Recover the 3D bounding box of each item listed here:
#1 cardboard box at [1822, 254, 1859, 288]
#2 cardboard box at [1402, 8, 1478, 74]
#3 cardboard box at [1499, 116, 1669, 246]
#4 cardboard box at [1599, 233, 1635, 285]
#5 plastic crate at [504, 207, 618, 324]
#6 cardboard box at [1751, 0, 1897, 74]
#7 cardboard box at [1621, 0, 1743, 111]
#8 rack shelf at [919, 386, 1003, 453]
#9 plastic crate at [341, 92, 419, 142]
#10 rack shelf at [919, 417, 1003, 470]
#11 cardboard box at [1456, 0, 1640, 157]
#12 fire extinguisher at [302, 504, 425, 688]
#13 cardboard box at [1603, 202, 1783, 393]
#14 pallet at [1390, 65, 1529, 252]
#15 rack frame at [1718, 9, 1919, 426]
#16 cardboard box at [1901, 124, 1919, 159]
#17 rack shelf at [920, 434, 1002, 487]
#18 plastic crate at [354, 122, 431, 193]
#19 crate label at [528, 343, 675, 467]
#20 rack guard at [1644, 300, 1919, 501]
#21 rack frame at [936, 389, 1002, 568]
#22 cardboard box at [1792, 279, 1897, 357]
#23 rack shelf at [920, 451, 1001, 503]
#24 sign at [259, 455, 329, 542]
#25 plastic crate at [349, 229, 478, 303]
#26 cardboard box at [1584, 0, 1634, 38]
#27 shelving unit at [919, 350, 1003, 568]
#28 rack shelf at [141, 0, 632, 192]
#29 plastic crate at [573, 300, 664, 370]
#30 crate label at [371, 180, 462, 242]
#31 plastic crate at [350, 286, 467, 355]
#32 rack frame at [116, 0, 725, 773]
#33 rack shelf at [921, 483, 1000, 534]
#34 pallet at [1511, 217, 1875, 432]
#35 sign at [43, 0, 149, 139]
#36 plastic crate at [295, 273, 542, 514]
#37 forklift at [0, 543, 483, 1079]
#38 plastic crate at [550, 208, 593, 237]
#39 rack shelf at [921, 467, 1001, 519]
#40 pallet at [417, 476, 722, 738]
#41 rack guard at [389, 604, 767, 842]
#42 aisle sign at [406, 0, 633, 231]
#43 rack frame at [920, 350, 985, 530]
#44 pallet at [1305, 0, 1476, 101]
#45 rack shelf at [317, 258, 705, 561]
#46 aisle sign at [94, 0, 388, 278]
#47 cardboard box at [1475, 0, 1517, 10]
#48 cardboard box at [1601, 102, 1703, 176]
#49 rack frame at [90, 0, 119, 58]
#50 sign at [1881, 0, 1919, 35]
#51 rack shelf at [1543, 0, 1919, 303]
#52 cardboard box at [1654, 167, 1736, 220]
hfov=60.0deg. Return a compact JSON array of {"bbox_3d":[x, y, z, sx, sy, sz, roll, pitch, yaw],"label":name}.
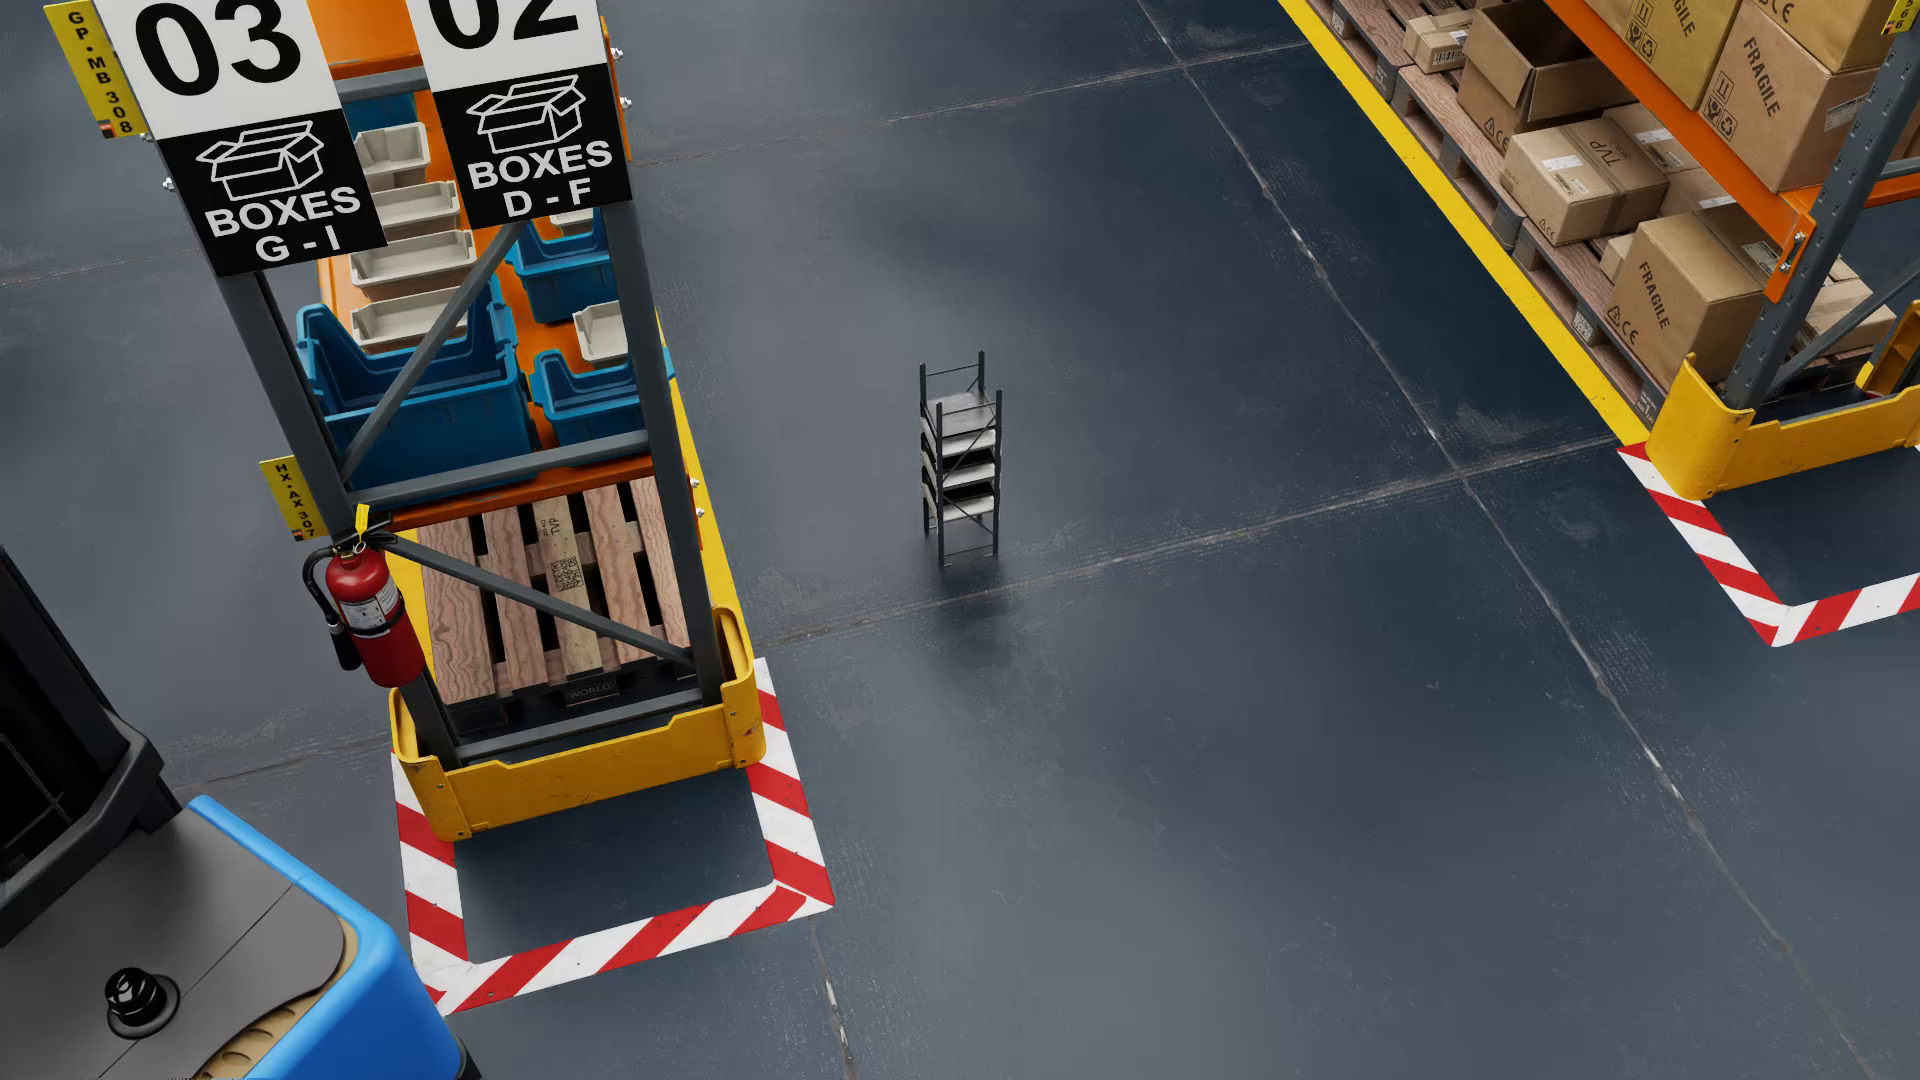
[{"bbox_3d":[3.563,-1.108,7.077,0.380,0.166,0.250,-13,51,-11],"label":"cardboard box"},{"bbox_3d":[2.433,-2.478,8.232,0.380,0.166,0.250,-13,51,-11],"label":"cardboard box"},{"bbox_3d":[2.784,-1.611,7.446,0.500,0.250,0.500,-13,51,-11],"label":"cardboard box"},{"bbox_3d":[3.003,-1.199,7.154,0.380,0.166,0.250,-13,51,-11],"label":"cardboard box"},{"bbox_3d":[-1.253,-0.897,5.404,0.416,0.233,0.300,-13,51,-11],"label":"plastic crate"},{"bbox_3d":[3.038,-1.930,5.486,0.500,0.500,0.500,-14,51,-11],"label":"cardboard box"},{"bbox_3d":[2.884,-1.989,6.189,0.500,0.500,0.500,-13,51,-11],"label":"cardboard box"},{"bbox_3d":[0.002,-0.437,6.010,0.258,0.077,0.200,-13,51,-11],"label":"rack shelf"},{"bbox_3d":[-2.152,-1.603,6.000,0.416,0.233,0.300,-13,51,-11],"label":"plastic crate"},{"bbox_3d":[0.002,-0.379,6.078,0.258,0.077,0.200,-13,51,-11],"label":"rack shelf"},{"bbox_3d":[2.810,-2.201,7.778,0.797,0.503,0.637,-13,51,-11],"label":"cardboard box"},{"bbox_3d":[-1.690,0.162,4.735,0.296,0.674,0.183,-13,51,-11],"label":"fire extinguisher"},{"bbox_3d":[3.037,-0.991,6.760,0.500,0.500,0.500,-13,51,-11],"label":"cardboard box"},{"bbox_3d":[2.816,-1.941,8.038,1.003,0.211,1.213,-13,51,-11],"label":"pallet"},{"bbox_3d":[3.433,-1.313,5.685,1.000,3.000,0.127,-13,51,-11],"label":"rack frame"},{"bbox_3d":[3.553,-1.729,5.970,0.500,0.500,0.500,-12,51,-10],"label":"cardboard box"},{"bbox_3d":[0.002,-0.321,6.147,0.258,0.077,0.200,-13,51,-11],"label":"rack shelf"},{"bbox_3d":[-1.997,-1.310,5.815,0.298,0.136,0.250,-13,51,-11],"label":"plastic crate"},{"bbox_3d":[-1.059,-0.416,4.999,0.416,0.233,0.303,-13,51,-11],"label":"crate label"},{"bbox_3d":[3.410,-0.563,6.687,1.175,0.500,0.348,-13,51,-11],"label":"rack guard"},{"bbox_3d":[0.032,-0.210,6.128,0.240,0.900,0.006,-13,51,-11],"label":"rack frame"},{"bbox_3d":[3.637,-0.919,6.930,0.380,0.149,0.250,-13,51,-11],"label":"cardboard box"},{"bbox_3d":[0.002,-0.263,6.216,0.258,0.077,0.200,-13,51,-11],"label":"rack shelf"},{"bbox_3d":[-1.821,-0.112,4.566,0.100,0.325,0.005,-13,51,-11],"label":"sign"},{"bbox_3d":[-1.786,-0.900,5.469,0.396,0.136,0.243,-13,51,-11],"label":"plastic crate"},{"bbox_3d":[2.741,-2.355,6.497,0.500,0.500,0.500,-13,51,-11],"label":"cardboard box"},{"bbox_3d":[0.002,-0.284,6.191,0.258,0.900,0.210,-13,51,-11],"label":"shelving unit"},{"bbox_3d":[-1.892,-2.391,5.102,1.077,0.370,4.000,-13,51,-11],"label":"rack shelf"},{"bbox_3d":[-1.074,-0.638,5.249,0.250,0.136,0.298,-13,51,-11],"label":"plastic crate"},{"bbox_3d":[-1.892,-1.098,5.636,0.396,0.136,0.243,-13,51,-11],"label":"crate label"},{"bbox_3d":[-1.714,-0.685,5.288,0.396,0.136,0.243,-13,51,-11],"label":"plastic crate"},{"bbox_3d":[-1.300,-0.196,4.743,1.000,3.000,0.127,-13,51,-11],"label":"rack frame"},{"bbox_3d":[0.002,-0.147,6.354,0.258,0.077,0.200,-13,51,-11],"label":"rack shelf"},{"bbox_3d":[3.174,-1.052,7.288,1.003,0.211,1.213,-13,51,-11],"label":"pallet"},{"bbox_3d":[-1.821,-0.993,3.521,0.100,0.325,0.005,-13,51,-11],"label":"sign"},{"bbox_3d":[-1.578,-0.429,4.877,0.616,0.435,0.499,-13,51,-11],"label":"plastic crate"},{"bbox_3d":[-2.950,0.452,4.242,3.031,2.935,1.130,27,55,21],"label":"forklift"},{"bbox_3d":[-1.275,-1.133,5.666,0.250,0.136,0.298,-13,51,-11],"label":"plastic crate"},{"bbox_3d":[0.002,-0.205,6.285,0.258,0.077,0.200,-13,51,-11],"label":"rack shelf"},{"bbox_3d":[-1.507,0.092,6.324,1.003,0.211,1.213,-13,51,-11],"label":"pallet"},{"bbox_3d":[-1.281,0.625,5.686,1.175,0.500,0.348,-13,51,-11],"label":"rack guard"},{"bbox_3d":[-0.995,-1.048,3.761,0.394,0.787,0.004,-13,51,-11],"label":"aisle sign"},{"bbox_3d":[-0.028,-0.358,6.253,0.240,0.900,0.006,-13,51,-11],"label":"rack frame"},{"bbox_3d":[2.452,-2.834,8.791,1.003,0.211,1.213,-13,51,-11],"label":"pallet"},{"bbox_3d":[-1.892,-1.425,6.249,1.077,0.370,4.000,-13,51,-11],"label":"rack shelf"},{"bbox_3d":[-1.559,-0.915,3.649,0.394,0.787,0.004,-13,51,-11],"label":"aisle sign"},{"bbox_3d":[2.911,-2.610,8.249,0.500,0.311,0.500,-13,51,-11],"label":"cardboard box"},{"bbox_3d":[3.247,-1.760,7.572,0.500,0.250,0.500,-13,51,-11],"label":"cardboard box"},{"bbox_3d":[-1.300,-2.129,2.449,1.000,3.000,0.127,-13,51,-11],"label":"rack frame"},{"bbox_3d":[2.897,-1.677,5.028,0.100,0.325,0.005,-13,51,-11],"label":"sign"},{"bbox_3d":[2.841,-2.542,7.191,1.077,0.370,4.000,-13,51,-11],"label":"rack shelf"},{"bbox_3d":[3.395,-1.395,7.264,0.500,0.250,0.500,-13,51,-11],"label":"cardboard box"}]
